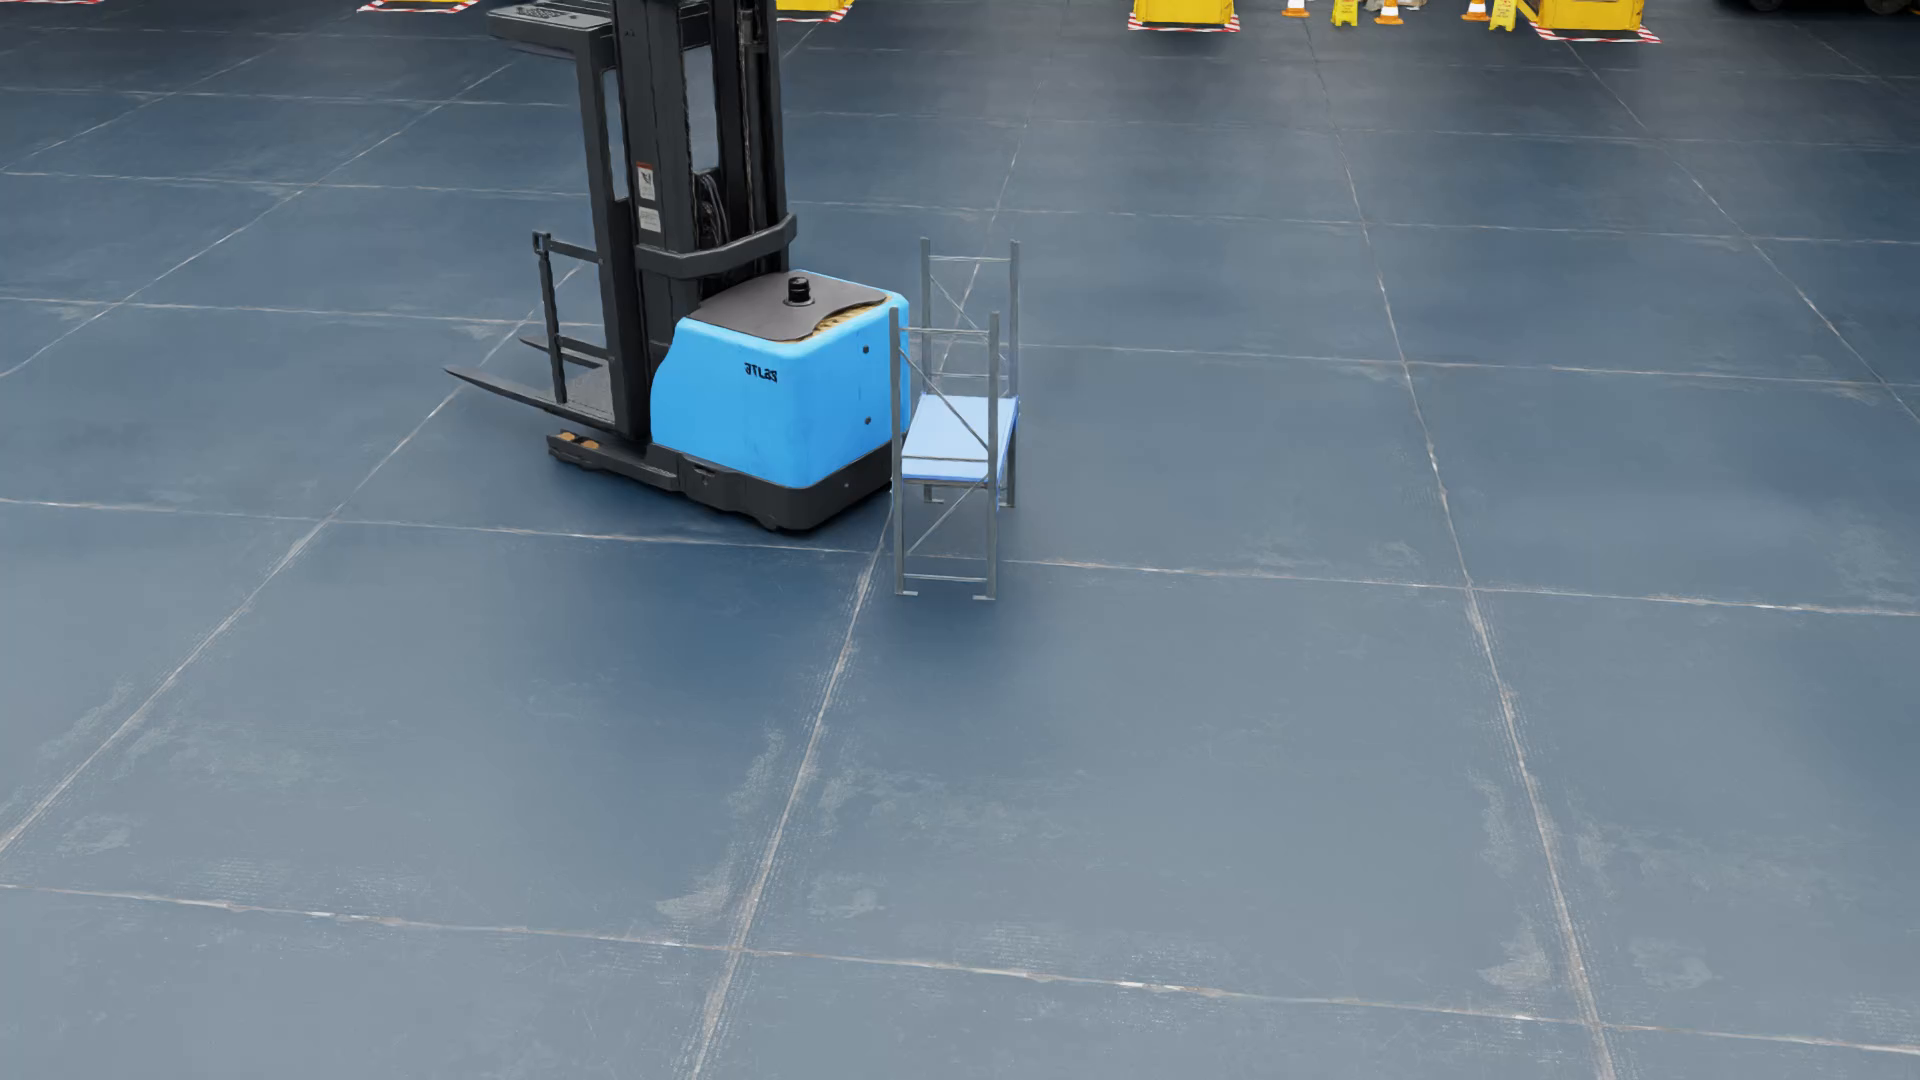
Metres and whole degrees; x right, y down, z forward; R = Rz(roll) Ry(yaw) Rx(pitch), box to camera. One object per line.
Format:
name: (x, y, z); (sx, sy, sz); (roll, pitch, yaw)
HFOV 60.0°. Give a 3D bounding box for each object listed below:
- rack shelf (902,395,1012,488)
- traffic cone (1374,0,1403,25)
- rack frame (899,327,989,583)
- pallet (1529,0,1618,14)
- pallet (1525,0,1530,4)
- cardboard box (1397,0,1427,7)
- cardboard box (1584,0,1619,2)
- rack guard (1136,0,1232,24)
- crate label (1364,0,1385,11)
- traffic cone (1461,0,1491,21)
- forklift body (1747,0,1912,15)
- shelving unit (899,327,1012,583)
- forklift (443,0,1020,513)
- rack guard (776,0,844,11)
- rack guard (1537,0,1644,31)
rack shelf: (-0.010, -0.505, 8.382); (0.459, 0.062, 0.952); (3, 28, 6)
traffic cone: (5.353, -6.674, 20.651); (0.336, 0.463, 0.334); (3, 28, 6)
rack frame: (-0.071, -0.381, 7.875); (0.475, 1.308, 0.013); (3, 28, 6)
pallet: (7.868, -6.798, 21.146); (1.003, 0.211, 1.213); (3, 28, 6)
pallet: (8.020, -7.371, 22.209); (1.003, 0.211, 1.213); (3, 28, 6)
cardboard box: (5.880, -7.088, 21.751); (0.380, 0.149, 0.250); (20, 34, 32)
cardboard box: (8.097, -6.947, 20.939); (0.507, 0.250, 0.507); (4, 29, 6)
rack guard: (2.796, -6.738, 20.729); (1.175, 0.500, 0.348); (3, 28, 6)
crate label: (5.388, -6.905, 21.422); (0.250, 0.136, 0.298); (-11, 30, -20)
traffic cone: (6.496, -6.770, 20.828); (0.336, 0.463, 0.334); (3, 28, 6)
forklift body: (-2.093, -9.788, 24.650); (29.396, 2.155, 5.688); (3, 28, 6)
shelving unit: (-0.011, -0.611, 8.303); (0.475, 1.308, 0.991); (3, 28, 6)
forklift: (-3.531, -5.372, 14.927); (15.967, 3.598, 10.324); (18, 33, 30)
rack guard: (-2.102, -7.121, 21.440); (1.175, 0.500, 0.348); (3, 28, 6)
rack guard: (7.733, -6.545, 20.371); (1.175, 0.500, 0.348); (3, 28, 6)
